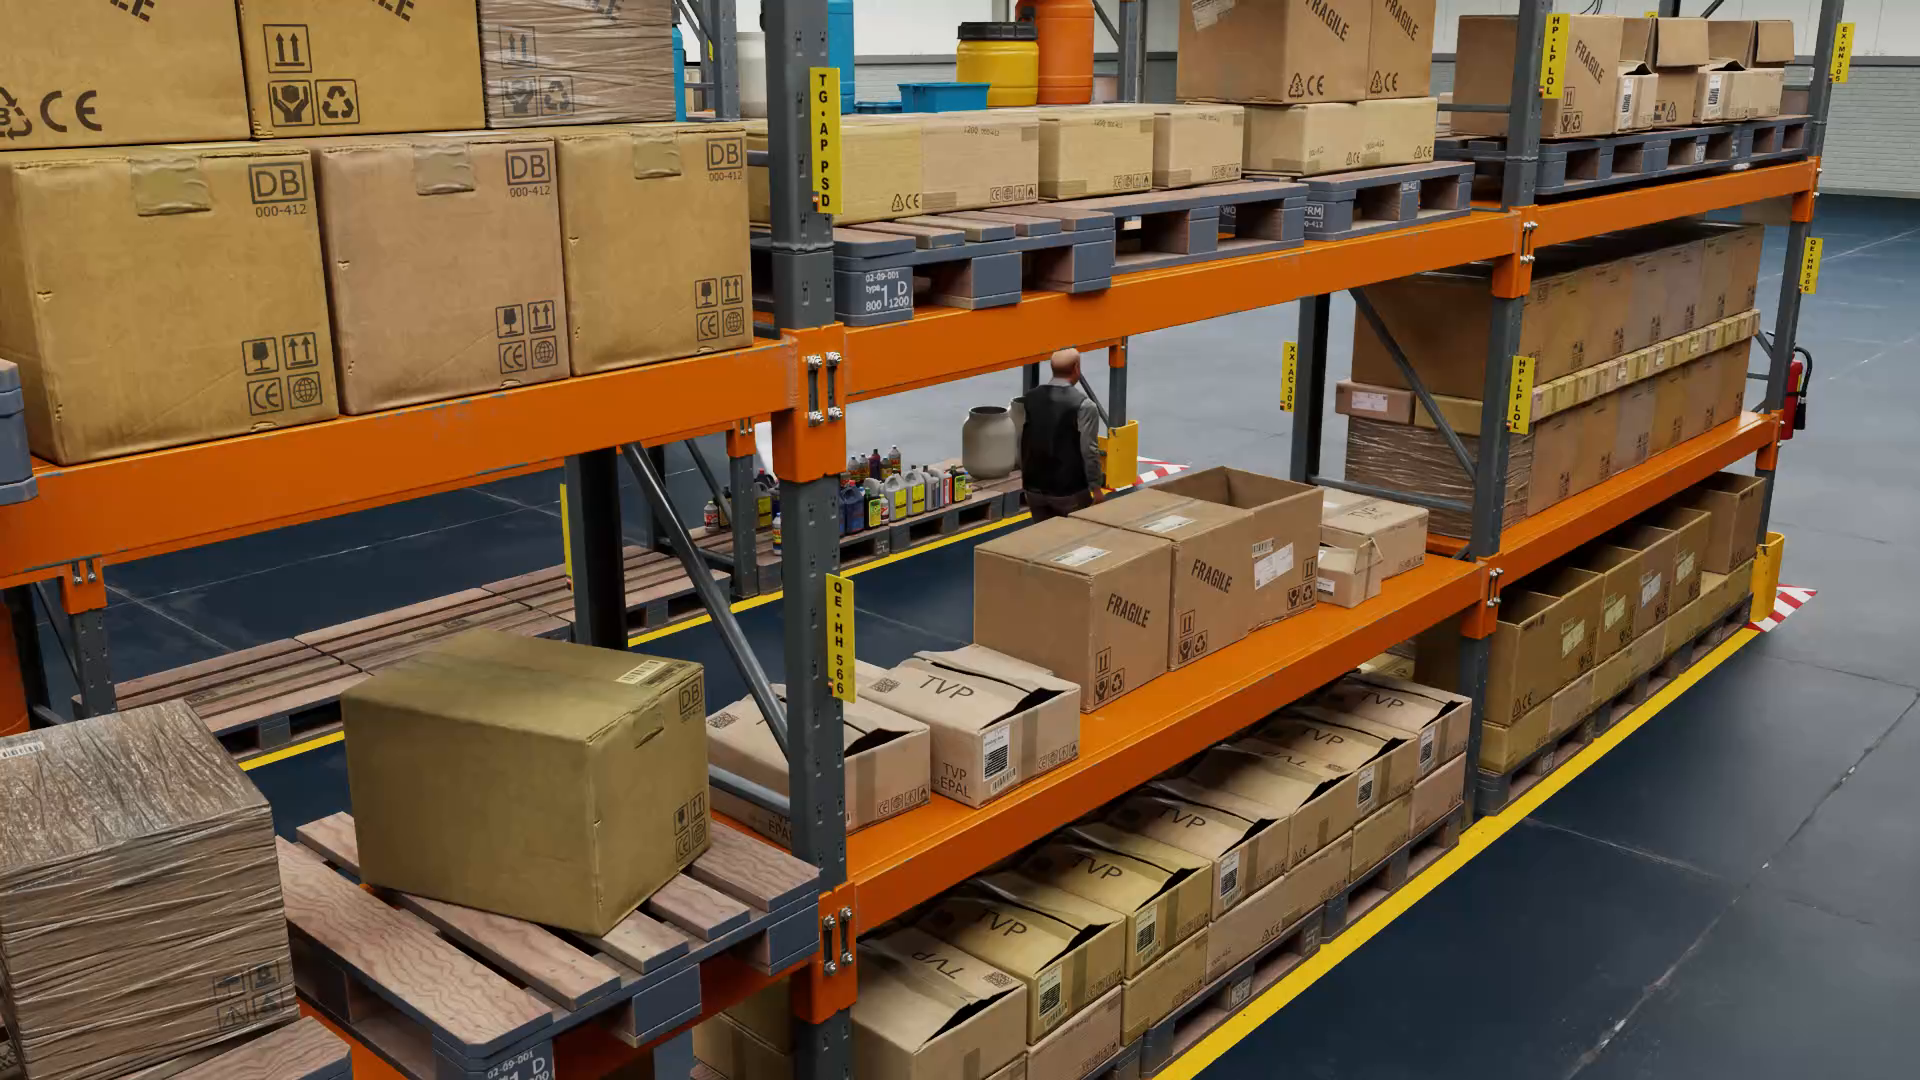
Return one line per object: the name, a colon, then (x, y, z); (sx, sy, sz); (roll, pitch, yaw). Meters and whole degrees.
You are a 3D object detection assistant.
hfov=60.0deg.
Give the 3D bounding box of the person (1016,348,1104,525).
person: (0.603, -0.314, 10.125); (0.580, 1.719, 0.426); (13, 21, 37)
